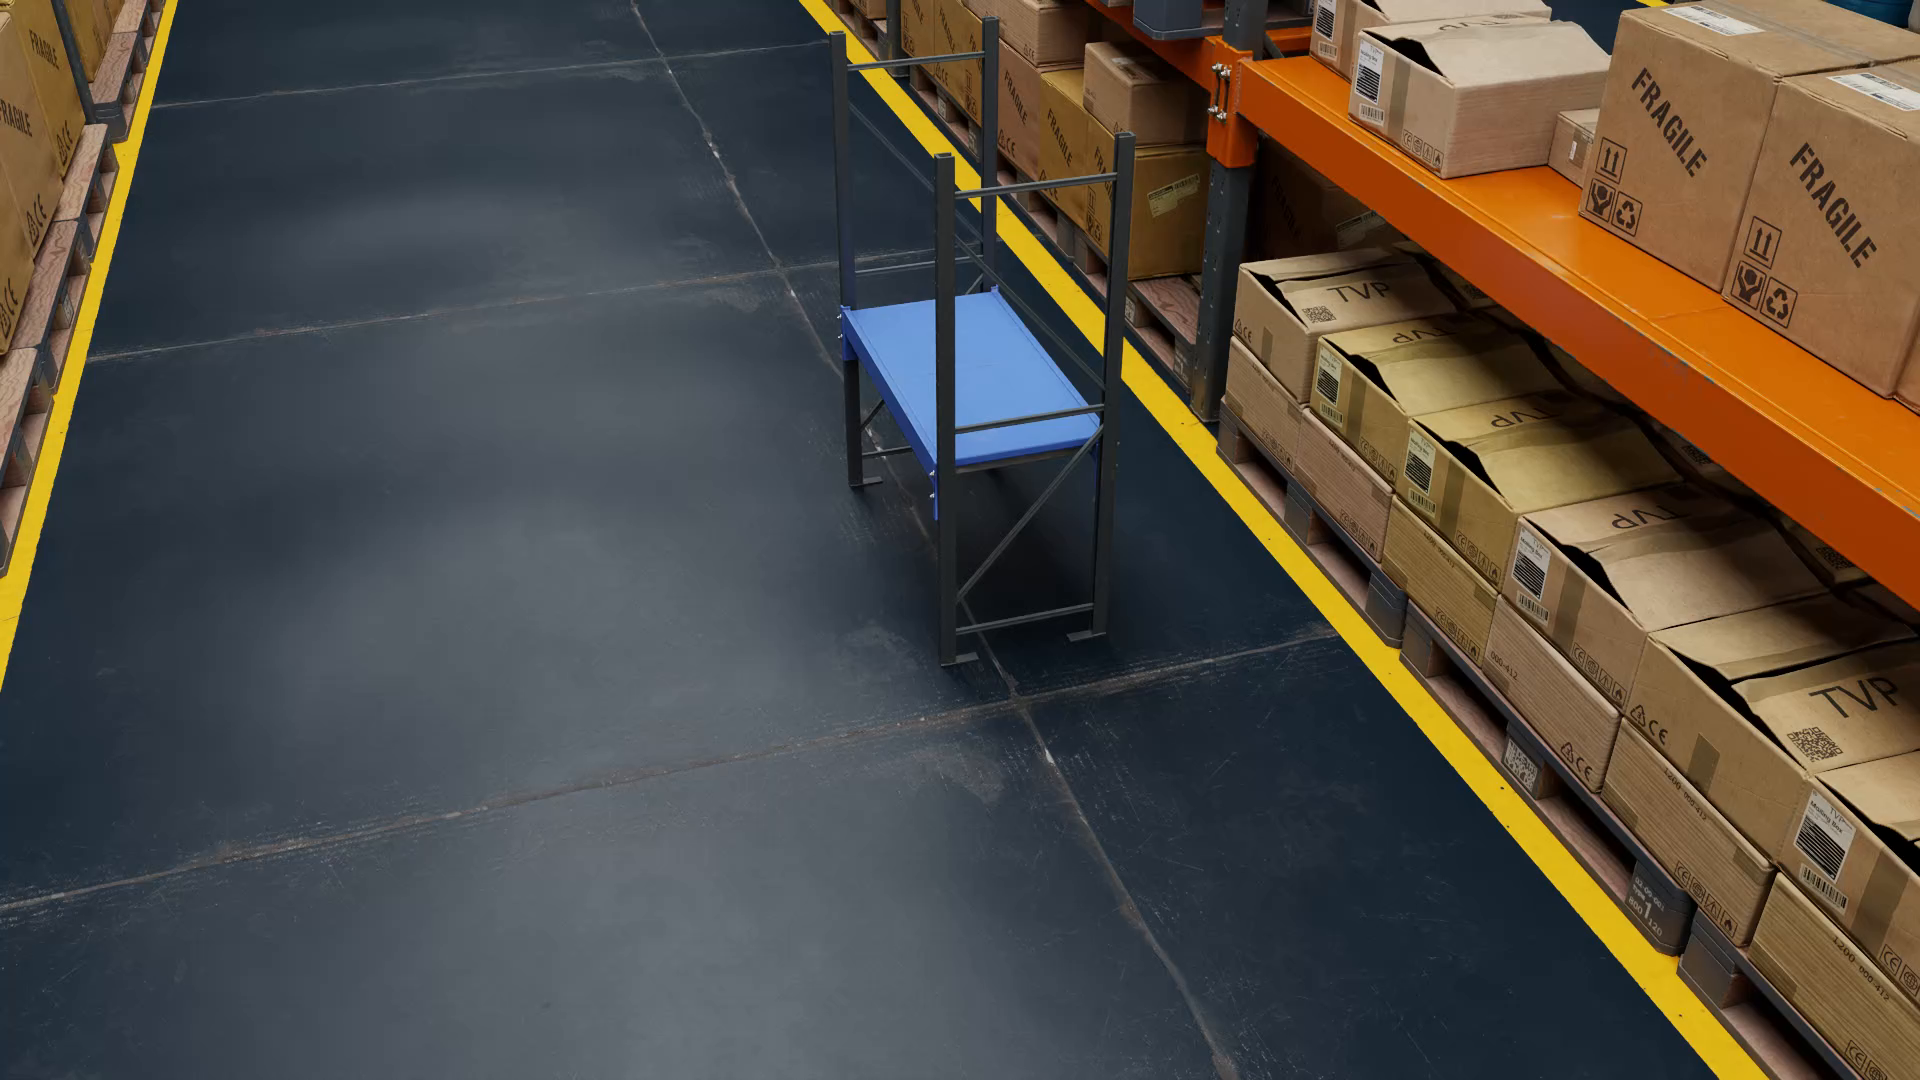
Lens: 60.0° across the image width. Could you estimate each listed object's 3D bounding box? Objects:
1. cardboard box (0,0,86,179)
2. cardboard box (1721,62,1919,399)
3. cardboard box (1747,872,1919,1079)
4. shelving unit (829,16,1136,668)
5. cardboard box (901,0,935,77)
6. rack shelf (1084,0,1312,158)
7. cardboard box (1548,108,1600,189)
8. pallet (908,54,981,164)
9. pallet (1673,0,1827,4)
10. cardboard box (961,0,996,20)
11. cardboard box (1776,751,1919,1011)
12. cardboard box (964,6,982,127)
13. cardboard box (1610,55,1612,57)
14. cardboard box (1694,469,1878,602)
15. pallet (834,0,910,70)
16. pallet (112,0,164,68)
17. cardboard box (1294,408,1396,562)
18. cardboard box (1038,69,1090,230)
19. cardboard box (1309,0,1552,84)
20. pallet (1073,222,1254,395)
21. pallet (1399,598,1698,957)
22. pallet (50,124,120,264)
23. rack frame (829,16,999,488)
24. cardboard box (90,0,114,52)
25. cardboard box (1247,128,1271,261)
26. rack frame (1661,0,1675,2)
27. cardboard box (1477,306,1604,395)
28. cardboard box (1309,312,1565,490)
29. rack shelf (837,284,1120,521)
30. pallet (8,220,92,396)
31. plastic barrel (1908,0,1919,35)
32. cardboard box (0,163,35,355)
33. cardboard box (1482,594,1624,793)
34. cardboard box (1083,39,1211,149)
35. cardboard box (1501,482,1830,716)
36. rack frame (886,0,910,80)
[{"bbox_3d":[-4.299,-1.995,7.117,0.750,0.750,0.750,-10,35,-14],"label":"cardboard box"},{"bbox_3d":[2.004,-0.658,3.434,0.500,0.500,0.500,-10,35,-15],"label":"cardboard box"},{"bbox_3d":[1.981,0.867,3.331,0.500,0.250,0.500,-11,35,-15],"label":"cardboard box"},{"bbox_3d":[0.026,-0.581,4.769,0.538,1.500,1.048,-10,35,-15],"label":"shelving unit"},{"bbox_3d":[0.011,-2.716,8.508,0.500,0.500,0.500,-12,35,-17],"label":"cardboard box"},{"bbox_3d":[0.706,-2.521,6.996,1.077,0.370,4.000,-10,35,-15],"label":"rack shelf"},{"bbox_3d":[1.759,-1.006,4.279,0.380,0.149,0.250,-8,34,-11],"label":"cardboard box"},{"bbox_3d":[0.380,-2.287,8.519,1.003,0.211,1.213,-10,35,-15],"label":"pallet"},{"bbox_3d":[5.010,-3.126,9.790,1.003,0.211,1.213,-10,35,-15],"label":"pallet"},{"bbox_3d":[0.316,-2.504,7.507,0.500,0.250,0.500,-10,35,-15],"label":"cardboard box"},{"bbox_3d":[1.975,0.631,3.179,0.500,0.311,0.500,-9,35,-13],"label":"cardboard box"},{"bbox_3d":[0.330,-2.175,7.688,0.500,0.500,0.500,-10,35,-14],"label":"cardboard box"},{"bbox_3d":[1.853,-1.240,4.634,0.380,0.149,0.250,-10,35,-15],"label":"cardboard box"},{"bbox_3d":[2.177,0.002,4.131,0.500,0.311,0.500,-9,35,-13],"label":"cardboard box"},{"bbox_3d":[-0.113,-3.068,9.702,1.003,0.211,1.213,-10,35,-15],"label":"pallet"},{"bbox_3d":[-5.154,-2.926,9.487,1.003,0.211,1.213,-10,35,-15],"label":"pallet"},{"bbox_3d":[1.350,-0.211,4.961,0.500,0.250,0.500,-11,35,-16],"label":"cardboard box"},{"bbox_3d":[0.650,-1.635,6.871,0.500,0.500,0.500,-11,35,-16],"label":"cardboard box"},{"bbox_3d":[1.385,-1.535,4.933,0.500,0.311,0.500,-8,34,-12],"label":"cardboard box"},{"bbox_3d":[1.124,-1.006,6.580,1.003,0.211,1.213,-10,35,-15],"label":"pallet"},{"bbox_3d":[1.898,0.471,4.346,1.003,0.211,1.213,-10,35,-15],"label":"pallet"},{"bbox_3d":[-4.314,-1.480,7.298,1.003,0.211,1.213,-10,35,-15],"label":"pallet"},{"bbox_3d":[-0.129,-0.848,5.173,0.500,1.500,0.032,-10,35,-15],"label":"rack frame"},{"bbox_3d":[-4.901,-2.842,8.717,0.700,0.500,0.500,-10,35,-15],"label":"cardboard box"},{"bbox_3d":[1.284,-1.472,6.625,0.500,0.500,0.500,-11,35,-16],"label":"cardboard box"},{"bbox_3d":[4.814,-4.702,9.644,1.000,3.000,0.127,-10,35,-15],"label":"rack frame"},{"bbox_3d":[1.875,-0.527,4.932,0.500,0.311,0.500,-11,35,-15],"label":"cardboard box"},{"bbox_3d":[1.364,-0.434,4.790,0.500,0.311,0.500,-11,35,-16],"label":"cardboard box"},{"bbox_3d":[0.026,-0.431,4.868,0.538,0.185,1.000,-10,35,-15],"label":"rack shelf"},{"bbox_3d":[-3.938,-0.838,6.327,1.003,0.211,1.213,-10,35,-15],"label":"pallet"},{"bbox_3d":[5.267,-2.867,8.744,0.421,0.512,0.421,0,33,0],"label":"plastic barrel"},{"bbox_3d":[-3.761,-1.083,5.737,0.750,0.750,0.750,-10,35,-15],"label":"cardboard box"},{"bbox_3d":[1.671,0.331,4.142,0.500,0.250,0.500,-9,35,-14],"label":"cardboard box"},{"bbox_3d":[0.786,-1.705,6.297,0.500,0.250,0.500,-9,34,-13],"label":"cardboard box"},{"bbox_3d":[1.675,0.104,3.976,0.500,0.311,0.500,-10,35,-15],"label":"cardboard box"},{"bbox_3d":[0.096,-3.871,8.387,1.000,3.000,0.127,-10,35,-15],"label":"rack frame"}]
